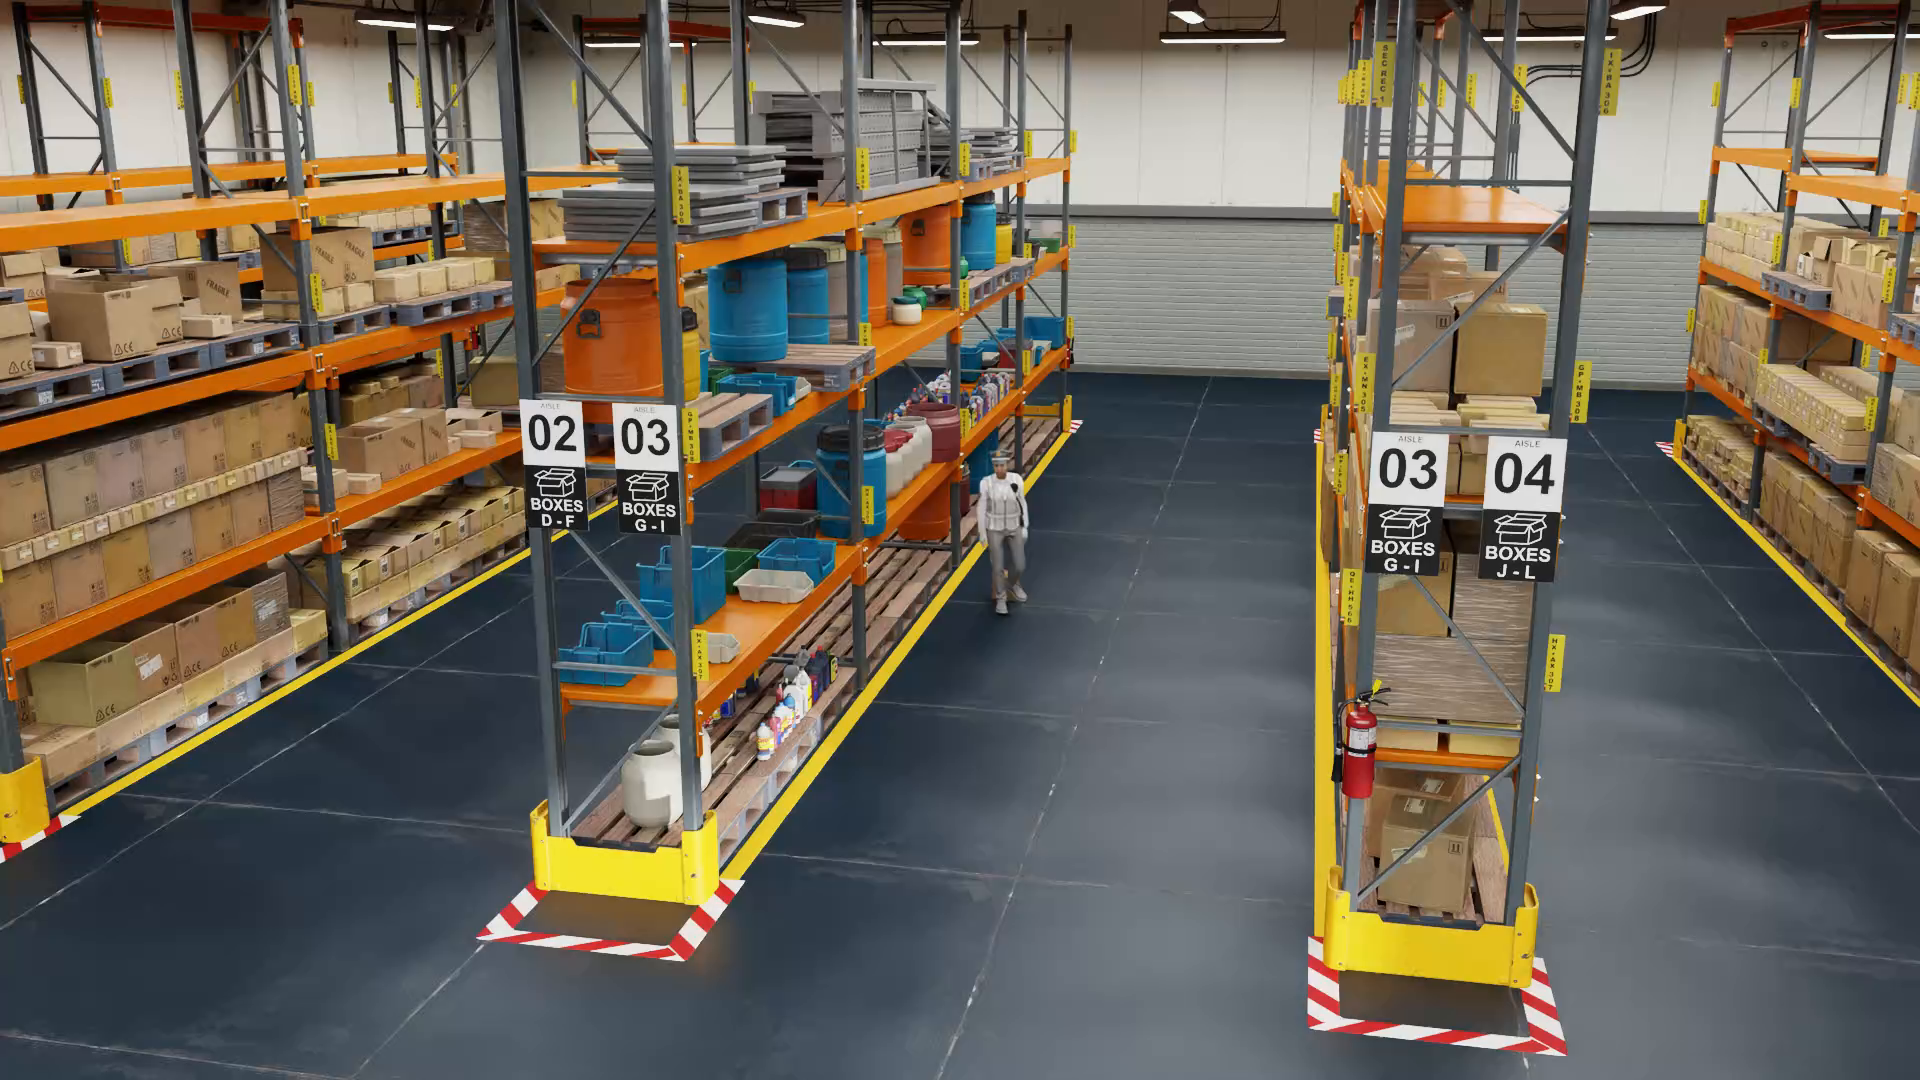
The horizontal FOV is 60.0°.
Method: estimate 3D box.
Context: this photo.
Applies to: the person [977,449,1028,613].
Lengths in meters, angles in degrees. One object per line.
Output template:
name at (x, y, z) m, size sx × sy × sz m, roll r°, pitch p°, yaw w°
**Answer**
person at (0.422, -0.104, 16.337) m, size 0.527 × 1.667 × 0.469 m, roll -1°, pitch 15°, yaw -5°
